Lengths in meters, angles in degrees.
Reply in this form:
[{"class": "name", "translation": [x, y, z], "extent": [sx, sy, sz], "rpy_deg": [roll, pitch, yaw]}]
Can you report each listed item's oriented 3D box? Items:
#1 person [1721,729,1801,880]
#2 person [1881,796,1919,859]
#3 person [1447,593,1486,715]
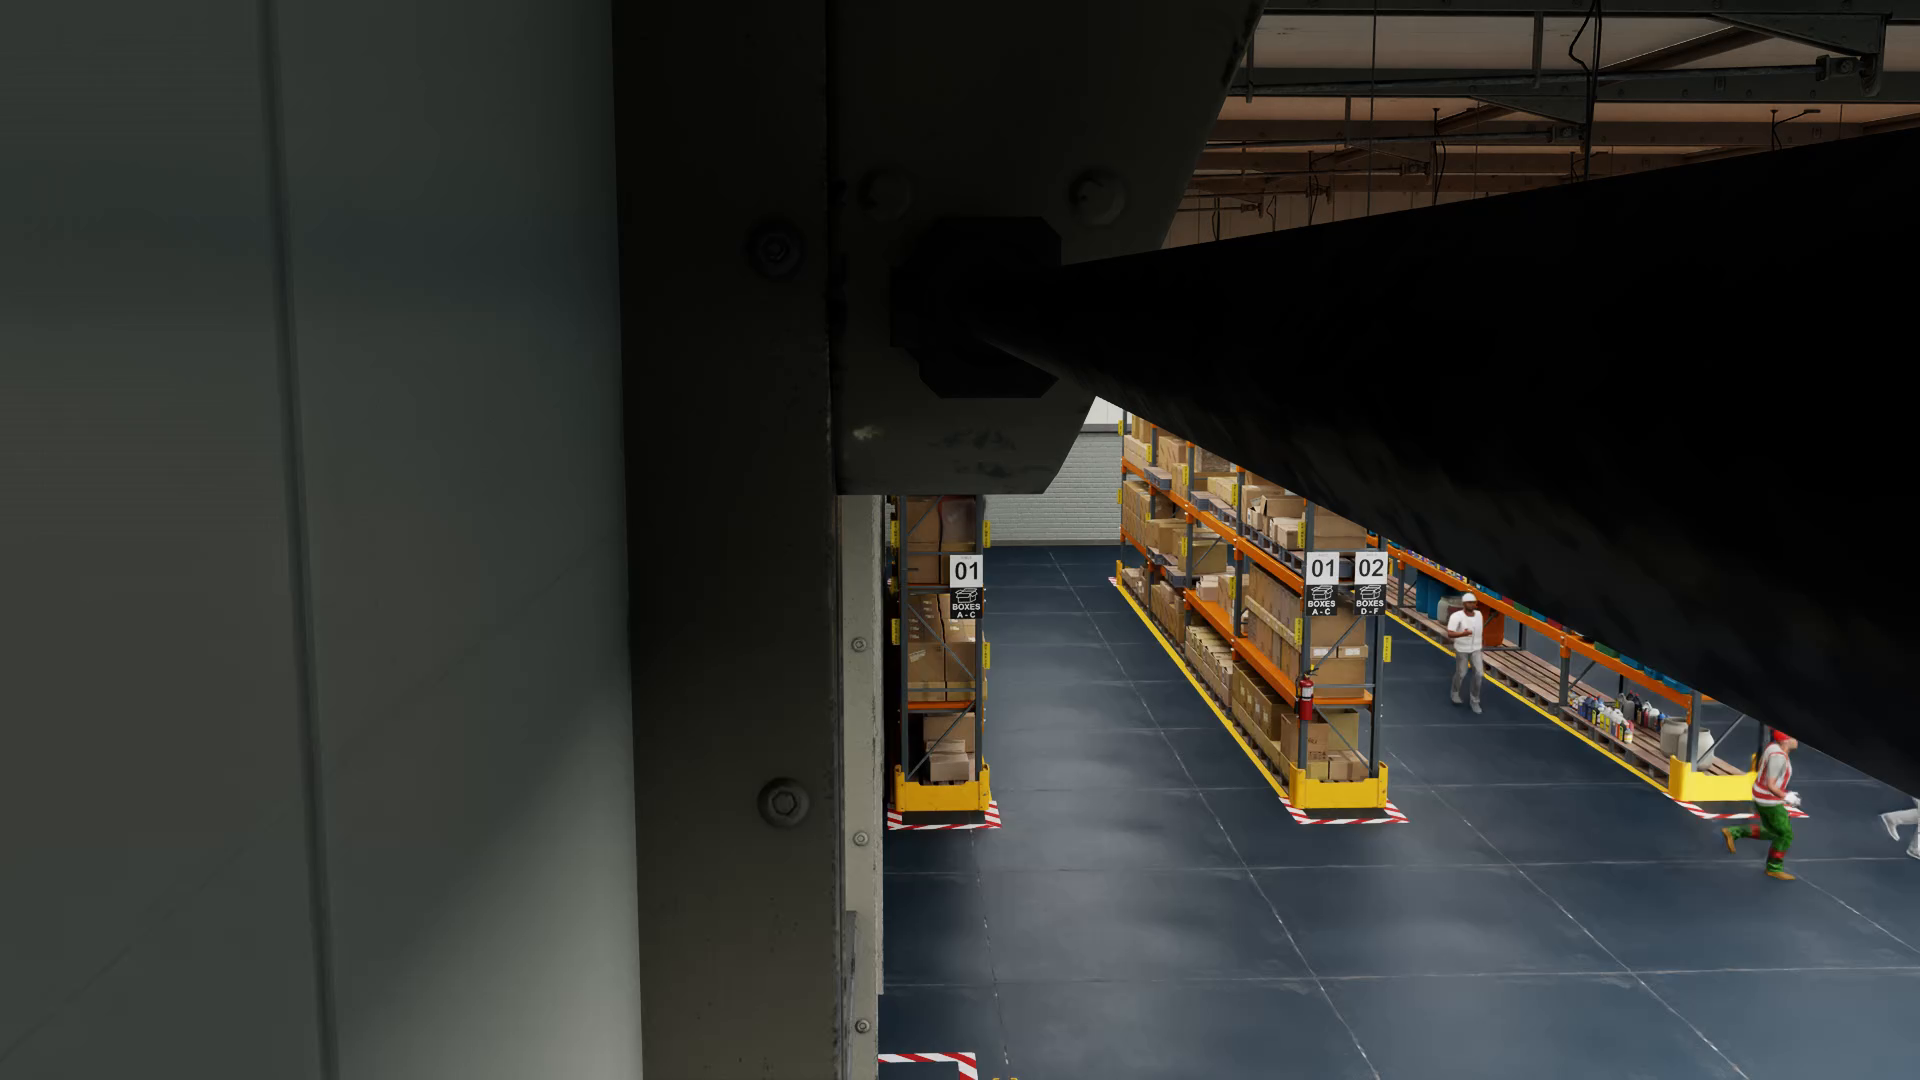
[{"class": "person", "translation": [8.732, 2.841, 18.094], "extent": [0.761, 1.750, 0.679], "rpy_deg": [3, 9, 18]}, {"class": "person", "translation": [10.806, 2.730, 18.765], "extent": [0.646, 1.776, 0.669], "rpy_deg": [7, 11, 38]}, {"class": "person", "translation": [7.760, 1.712, 25.434], "extent": [0.677, 1.823, 0.738], "rpy_deg": [-1, 8, -7]}]
